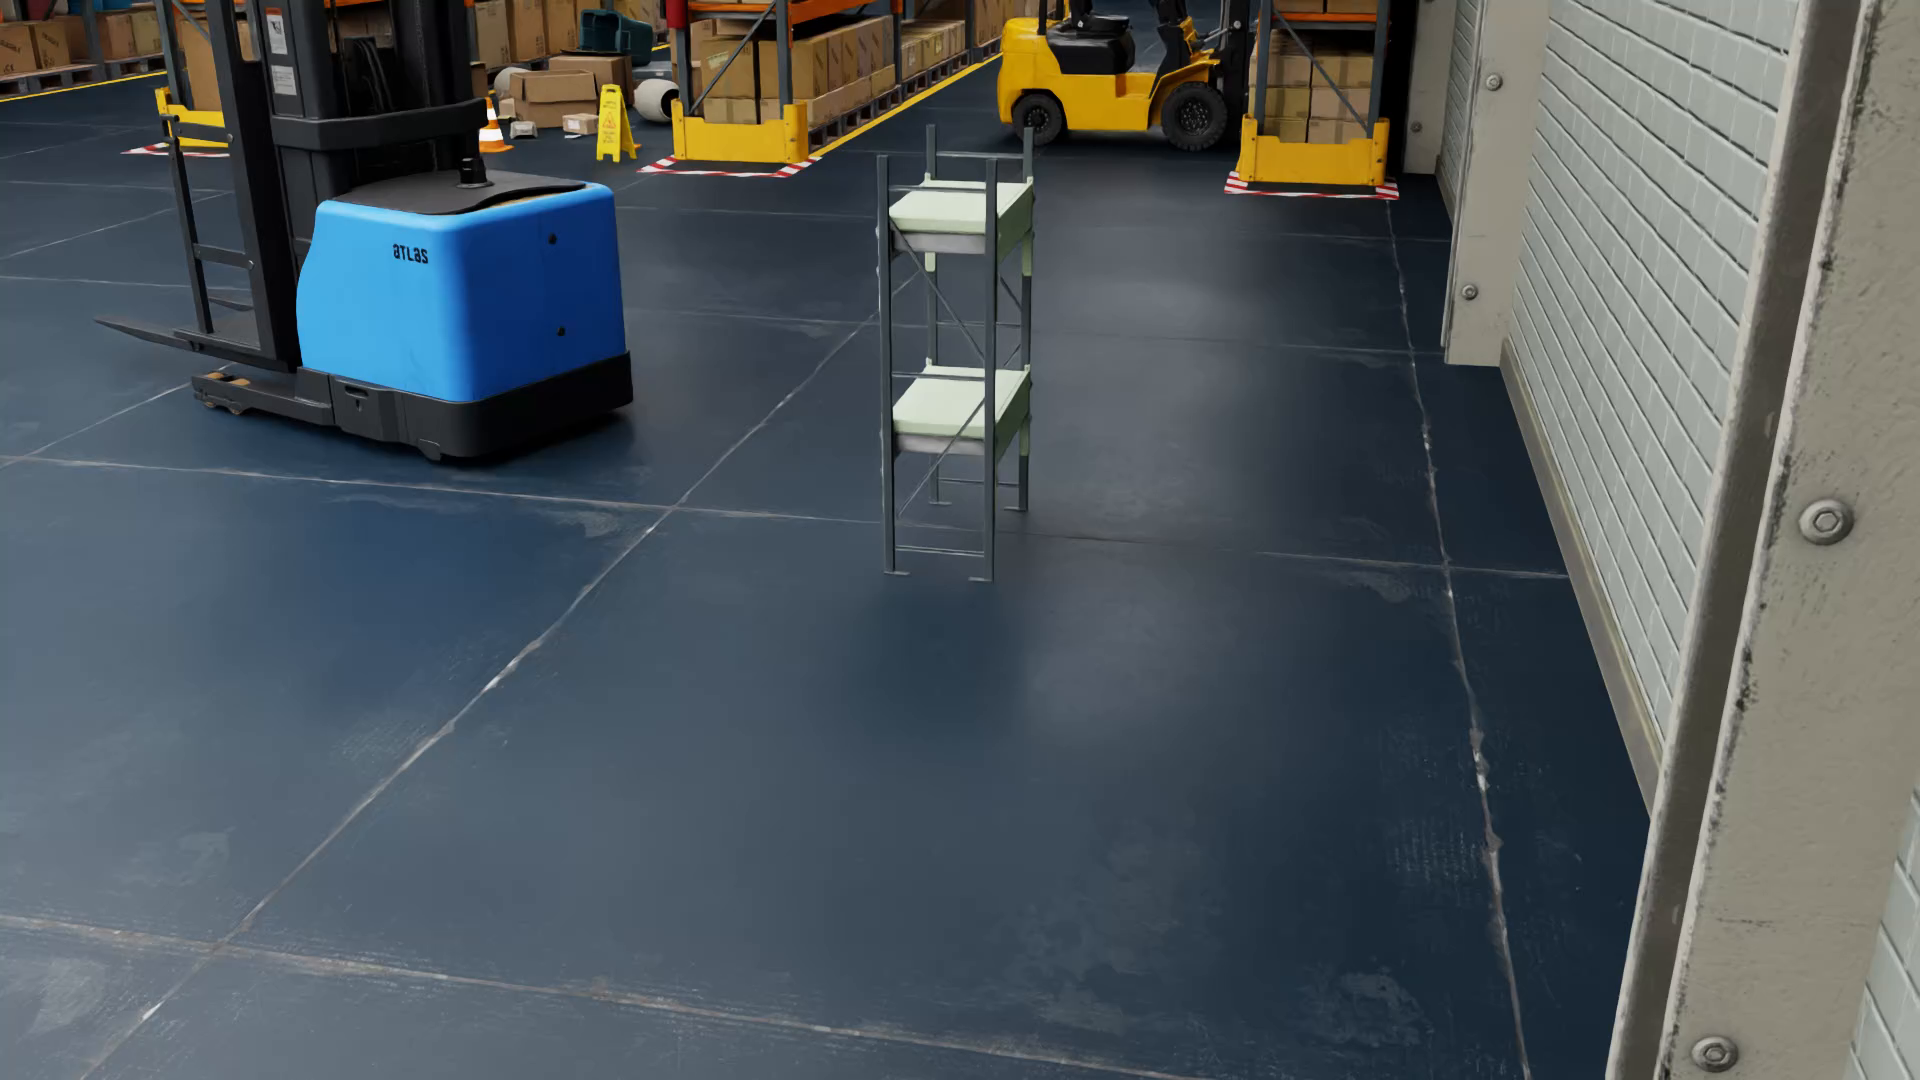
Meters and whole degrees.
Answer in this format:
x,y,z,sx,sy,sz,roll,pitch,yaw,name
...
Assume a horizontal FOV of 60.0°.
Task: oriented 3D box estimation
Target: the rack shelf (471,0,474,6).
x,y,z,sx,sy,sz,roll,pitch,yaw,name
-5.596,-6.954,20.567,1.077,0.370,4.000,4,22,11,rack shelf

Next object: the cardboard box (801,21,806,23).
x,y,z,sx,sy,sz,roll,pitch,yaw,name
-1.762,-5.260,16.646,0.380,0.149,0.250,6,23,14,cardboard box

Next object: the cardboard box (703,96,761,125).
x,y,z,sx,sy,sz,roll,pitch,yaw,name
-2.047,-3.997,15.381,0.500,0.250,0.500,4,22,11,cardboard box

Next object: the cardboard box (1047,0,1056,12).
x,y,z,sx,sy,sz,roll,pitch,yaw,name
1.096,-9.026,27.618,0.875,0.438,0.875,5,22,12,cardboard box

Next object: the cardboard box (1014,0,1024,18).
x,y,z,sx,sy,sz,roll,pitch,yaw,name
0.447,-8.118,24.776,0.875,0.875,0.875,5,23,13,cardboard box

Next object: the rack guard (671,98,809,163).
x,y,z,sx,sy,sz,roll,pitch,yaw,name
-1.938,-3.621,14.675,1.175,0.500,0.348,4,22,11,rack guard

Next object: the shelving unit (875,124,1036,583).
x,y,z,sx,sy,sz,roll,pitch,yaw,name
-0.001,-0.693,6.067,0.431,1.500,0.755,4,22,11,shelving unit

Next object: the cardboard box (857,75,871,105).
x,y,z,sx,sy,sz,roll,pitch,yaw,name
-1.202,-4.517,16.673,0.500,0.250,0.500,5,22,12,cardboard box

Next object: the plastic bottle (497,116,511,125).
x,y,z,sx,sy,sz,roll,pitch,yaw,name
-4.624,-4.259,16.846,0.133,0.061,0.283,-3,22,-8,plastic bottle

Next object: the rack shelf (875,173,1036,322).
x,y,z,sx,sy,sz,roll,pitch,yaw,name
-0.001,-1.055,5.922,0.431,0.370,0.720,4,22,11,rack shelf

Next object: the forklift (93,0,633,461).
x,y,z,sx,sy,sz,roll,pitch,yaw,name
-3.043,-2.099,7.642,3.031,2.935,1.130,14,26,30,forklift

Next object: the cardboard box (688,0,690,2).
x,y,z,sx,sy,sz,roll,pitch,yaw,name
-4.381,-8.039,25.084,0.500,0.500,0.500,4,22,10,cardboard box

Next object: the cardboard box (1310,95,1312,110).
x,y,z,sx,sy,sz,roll,pitch,yaw,name
3.297,-3.867,14.390,0.500,0.250,0.500,4,22,10,cardboard box

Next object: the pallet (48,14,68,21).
x,y,z,sx,sy,sz,roll,pitch,yaw,name
-14.500,-8.254,26.566,1.003,0.211,1.213,4,22,11,pallet

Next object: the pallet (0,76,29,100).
x,y,z,sx,sy,sz,roll,pitch,yaw,name
-11.188,-4.982,18.440,1.003,0.211,1.213,4,22,11,pallet

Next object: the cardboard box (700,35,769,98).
x,y,z,sx,sy,sz,roll,pitch,yaw,name
-2.046,-4.333,15.211,0.500,0.500,0.500,5,22,11,cardboard box

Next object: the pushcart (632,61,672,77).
x,y,z,sx,sy,sz,roll,pitch,yaw,name
-3.380,-5.155,18.647,1.648,0.377,0.936,-3,22,-8,pushcart

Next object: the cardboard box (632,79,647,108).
x,y,z,sx,sy,sz,roll,pitch,yaw,name
-3.405,-4.813,17.949,0.258,0.266,0.396,-11,25,-26,cardboard box

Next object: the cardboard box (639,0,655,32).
x,y,z,sx,sy,sz,roll,pitch,yaw,name
-4.695,-7.477,23.689,0.500,0.500,0.500,5,22,12,cardboard box

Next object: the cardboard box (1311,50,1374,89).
x,y,z,sx,sy,sz,roll,pitch,yaw,name
3.190,-3.920,13.852,0.500,0.250,0.500,4,22,10,cardboard box

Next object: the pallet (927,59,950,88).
x,y,z,sx,sy,sz,roll,pitch,yaw,name
-0.733,-5.654,20.111,1.003,0.211,1.213,4,22,11,pallet

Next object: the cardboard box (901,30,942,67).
x,y,z,sx,sy,sz,roll,pitch,yaw,name
-0.749,-5.901,19.946,0.950,0.372,0.625,5,23,13,cardboard box

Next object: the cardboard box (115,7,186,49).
x,y,z,sx,sy,sz,roll,pitch,yaw,name
-10.463,-6.616,21.523,0.700,0.500,0.500,3,22,6,cardboard box

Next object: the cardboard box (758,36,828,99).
x,y,z,sx,sy,sz,roll,pitch,yaw,name
-1.514,-4.302,15.136,0.500,0.500,0.500,4,22,9,cardboard box

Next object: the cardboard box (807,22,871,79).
x,y,z,sx,sy,sz,roll,pitch,yaw,name
-1.201,-4.873,16.553,0.500,0.500,0.500,6,23,14,cardboard box

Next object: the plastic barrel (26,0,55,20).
x,y,z,sx,sy,sz,roll,pitch,yaw,name
-14.558,-8.481,26.062,0.600,0.588,0.708,4,22,11,plastic barrel

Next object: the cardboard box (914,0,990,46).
x,y,z,sx,sy,sz,roll,pitch,yaw,name
-0.099,-7.134,22.334,0.875,0.875,0.875,4,22,10,cardboard box

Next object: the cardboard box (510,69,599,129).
x,y,z,sx,sy,sz,roll,pitch,yaw,name
-4.074,-4.430,16.680,0.797,0.503,0.637,-11,25,-26,cardboard box

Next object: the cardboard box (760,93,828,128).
x,y,z,sx,sy,sz,roll,pitch,yaw,name
-1.518,-3.946,15.254,0.500,0.250,0.500,4,22,10,cardboard box

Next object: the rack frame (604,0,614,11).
x,y,z,sx,sy,sz,roll,pitch,yaw,name
-5.188,-8.019,22.249,1.000,3.000,0.127,4,22,11,rack frame

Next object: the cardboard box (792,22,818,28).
x,y,z,sx,sy,sz,roll,pitch,yaw,name
-1.727,-4.901,16.623,0.500,0.500,0.500,6,23,14,cardboard box

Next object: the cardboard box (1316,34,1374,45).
x,y,z,sx,sy,sz,roll,pitch,yaw,name
3.512,-4.472,15.222,0.500,0.250,0.500,4,22,10,cardboard box

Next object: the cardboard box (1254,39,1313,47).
x,y,z,sx,sy,sz,roll,pitch,yaw,name
2.887,-4.323,14.853,0.500,0.250,0.500,5,22,12,cardboard box

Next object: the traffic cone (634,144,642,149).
x,y,z,sx,sy,sz,roll,pitch,yaw,name
-3.129,-3.831,15.248,0.336,0.463,0.334,4,22,11,traffic cone

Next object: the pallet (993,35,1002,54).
x,y,z,sx,sy,sz,roll,pitch,yaw,name
0.164,-7.112,23.731,1.003,0.211,1.213,4,22,11,pallet

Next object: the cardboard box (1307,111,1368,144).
x,y,z,sx,sy,sz,roll,pitch,yaw,name
3.198,-3.460,14.047,0.500,0.250,0.500,5,22,11,cardboard box

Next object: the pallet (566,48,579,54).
x,y,z,sx,sy,sz,roll,pitch,yaw,name
-5.423,-6.443,22.068,1.003,0.211,1.213,4,22,11,pallet

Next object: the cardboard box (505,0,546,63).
x,y,z,sx,sy,sz,roll,pitch,yaw,name
-5.765,-6.294,20.414,1.050,0.750,0.750,4,22,11,cardboard box

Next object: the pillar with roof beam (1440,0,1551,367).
x,y,z,sx,sy,sz,roll,pitch,yaw,name
-1.508,-5.478,7.910,9.100,9.000,0.400,4,22,11,pillar with roof beam

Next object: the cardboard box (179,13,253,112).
x,y,z,sx,sy,sz,roll,pitch,yaw,name
-6.747,-4.555,15.931,0.875,0.875,0.875,5,22,11,cardboard box

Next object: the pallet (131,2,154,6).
x,y,z,sx,sy,sz,roll,pitch,yaw,name
-13.943,-9.253,29.045,1.003,0.211,1.213,4,22,11,pallet

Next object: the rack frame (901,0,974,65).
x,y,z,sx,sy,sz,roll,pitch,yaw,name
-0.321,-7.678,21.404,1.000,3.000,0.127,4,22,11,rack frame

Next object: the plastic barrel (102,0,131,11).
x,y,z,sx,sy,sz,roll,pitch,yaw,name
-14.183,-9.298,27.672,0.600,0.901,0.708,4,22,11,plastic barrel

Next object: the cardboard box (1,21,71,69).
x,y,z,sx,sy,sz,roll,pitch,yaw,name
-10.960,-5.863,19.680,0.500,0.500,0.500,4,22,9,cardboard box

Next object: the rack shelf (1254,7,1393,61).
x,y,z,sx,sy,sz,roll,pitch,yaw,name
3.314,-4.773,15.153,1.077,0.370,4.000,4,22,11,rack shelf

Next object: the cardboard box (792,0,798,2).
x,y,z,sx,sy,sz,roll,pitch,yaw,name
-1.644,-4.838,14.687,0.380,0.149,0.250,5,22,12,cardboard box

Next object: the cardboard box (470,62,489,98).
x,y,z,sx,sy,sz,roll,pitch,yaw,name
-5.316,-4.752,17.479,0.500,0.500,0.500,8,23,20,cardboard box

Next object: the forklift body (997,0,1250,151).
x,y,z,sx,sy,sz,roll,pitch,yaw,name
1.507,-4.814,15.429,2.313,2.155,1.214,4,22,11,forklift body

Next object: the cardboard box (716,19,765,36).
x,y,z,sx,sy,sz,roll,pitch,yaw,name
-2.036,-4.773,15.436,0.380,0.149,0.250,5,22,12,cardboard box

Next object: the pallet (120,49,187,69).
x,y,z,sx,sy,sz,roll,pitch,yaw,name
-10.435,-6.410,21.987,1.003,0.211,1.213,4,22,11,pallet

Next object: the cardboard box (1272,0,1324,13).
x,y,z,sx,sy,sz,roll,pitch,yaw,name
2.750,-4.622,13.681,0.500,0.500,0.500,4,22,10,cardboard box

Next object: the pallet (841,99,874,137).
x,y,z,sx,sy,sz,roll,pitch,yaw,name
-1.487,-4.226,16.565,1.003,0.211,1.213,4,22,11,pallet
